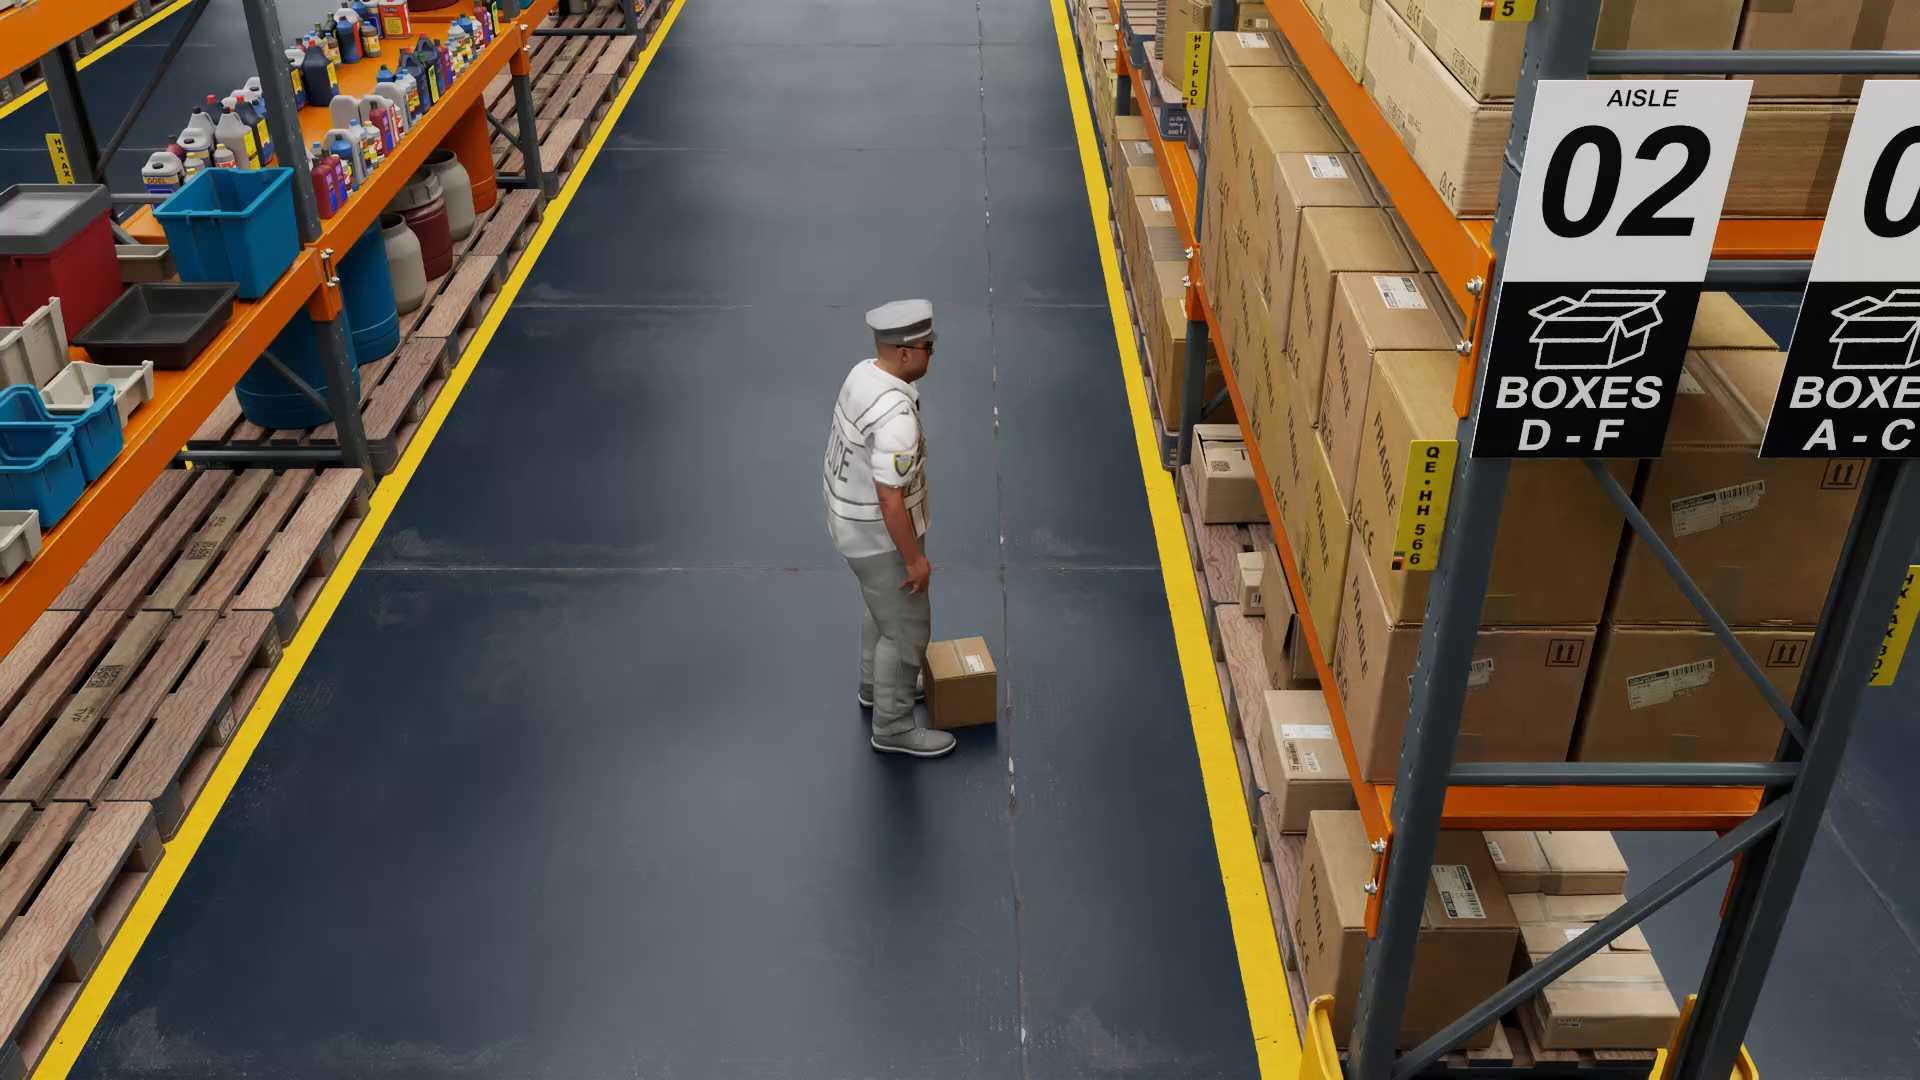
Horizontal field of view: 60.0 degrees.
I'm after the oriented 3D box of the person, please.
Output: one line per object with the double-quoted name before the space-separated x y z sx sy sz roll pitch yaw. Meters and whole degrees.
"person" -0.275 -0.043 6.195 0.431 1.750 0.606 -7 32 -11
